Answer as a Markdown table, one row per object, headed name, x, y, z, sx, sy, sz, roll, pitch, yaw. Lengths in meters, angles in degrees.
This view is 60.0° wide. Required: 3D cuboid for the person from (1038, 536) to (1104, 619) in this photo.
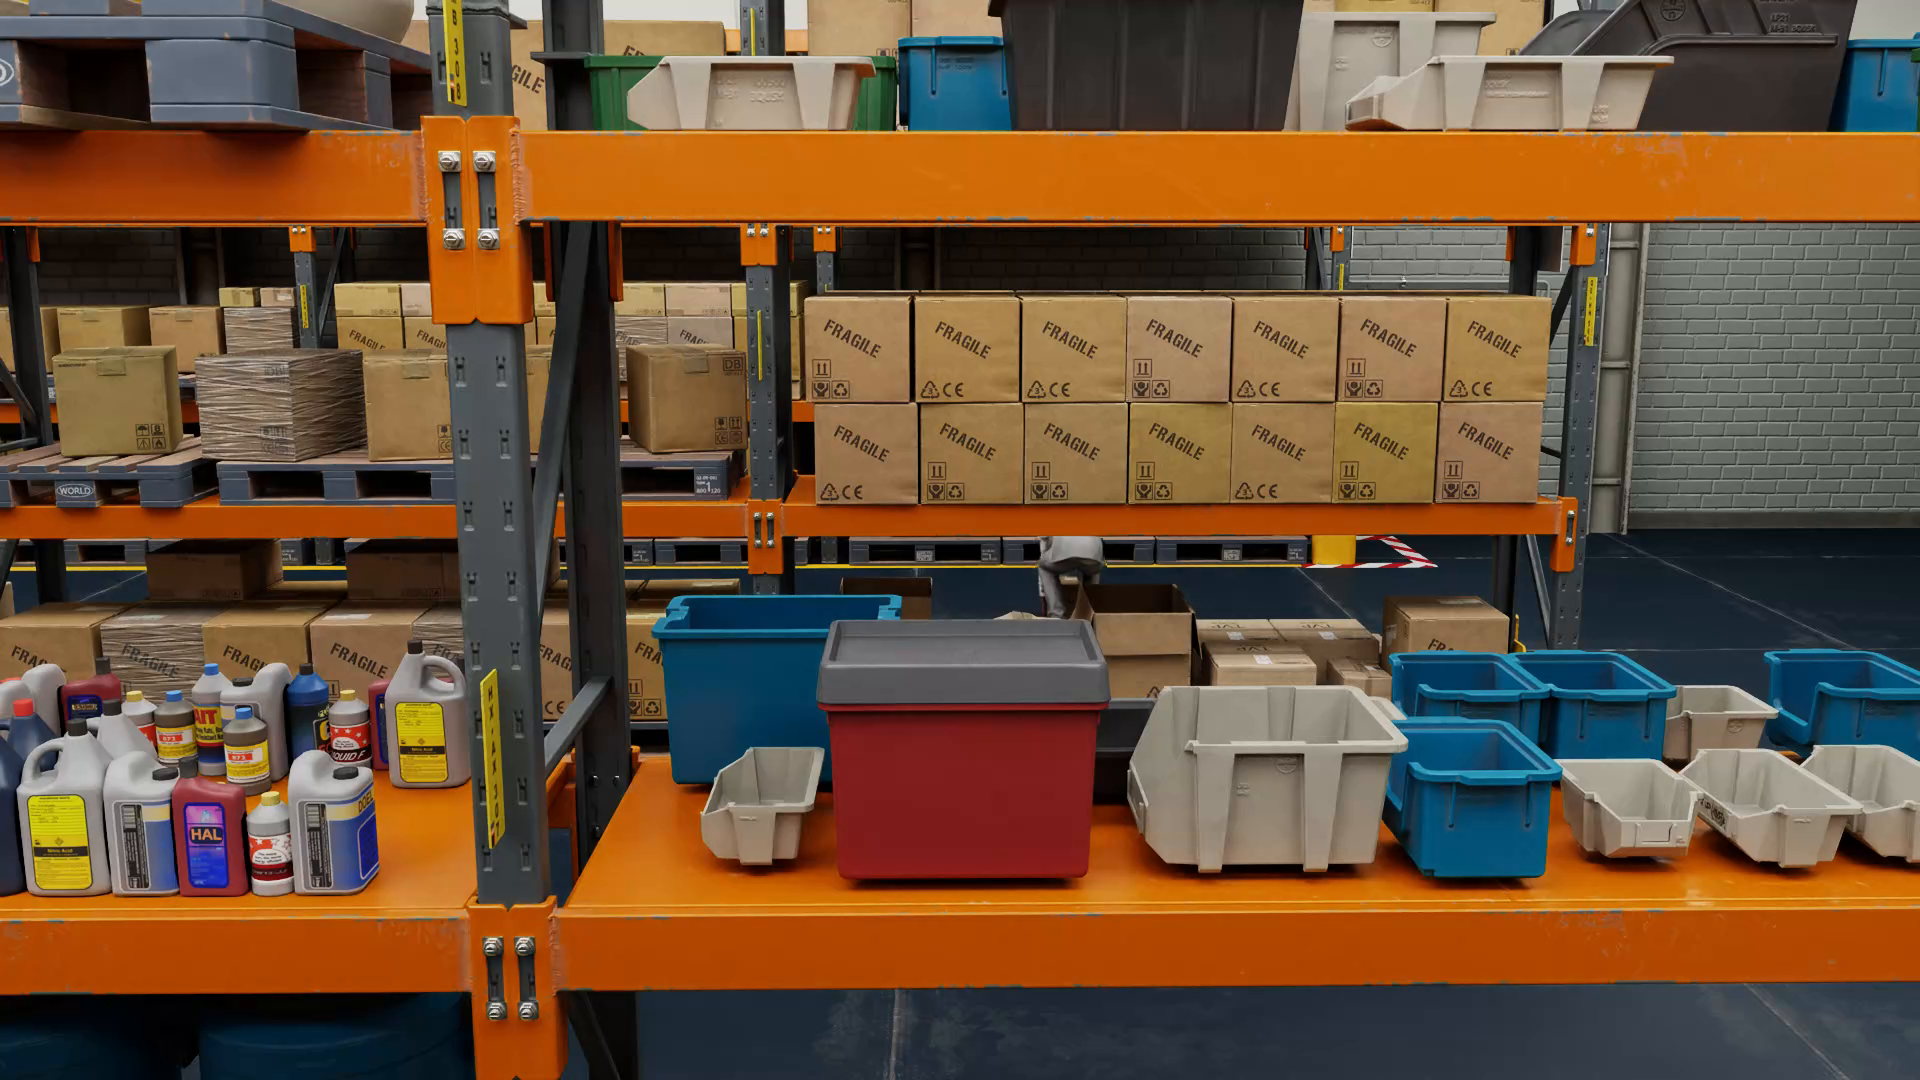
| name | x | y | z | sx | sy | sz | roll | pitch | yaw |
| --- | --- | --- | --- | --- | --- | --- | --- | --- | --- |
| person | 0.736 | 0.230 | 11.123 | 0.419 | 0.760 | 0.873 | -1 | 11 | -3 |
